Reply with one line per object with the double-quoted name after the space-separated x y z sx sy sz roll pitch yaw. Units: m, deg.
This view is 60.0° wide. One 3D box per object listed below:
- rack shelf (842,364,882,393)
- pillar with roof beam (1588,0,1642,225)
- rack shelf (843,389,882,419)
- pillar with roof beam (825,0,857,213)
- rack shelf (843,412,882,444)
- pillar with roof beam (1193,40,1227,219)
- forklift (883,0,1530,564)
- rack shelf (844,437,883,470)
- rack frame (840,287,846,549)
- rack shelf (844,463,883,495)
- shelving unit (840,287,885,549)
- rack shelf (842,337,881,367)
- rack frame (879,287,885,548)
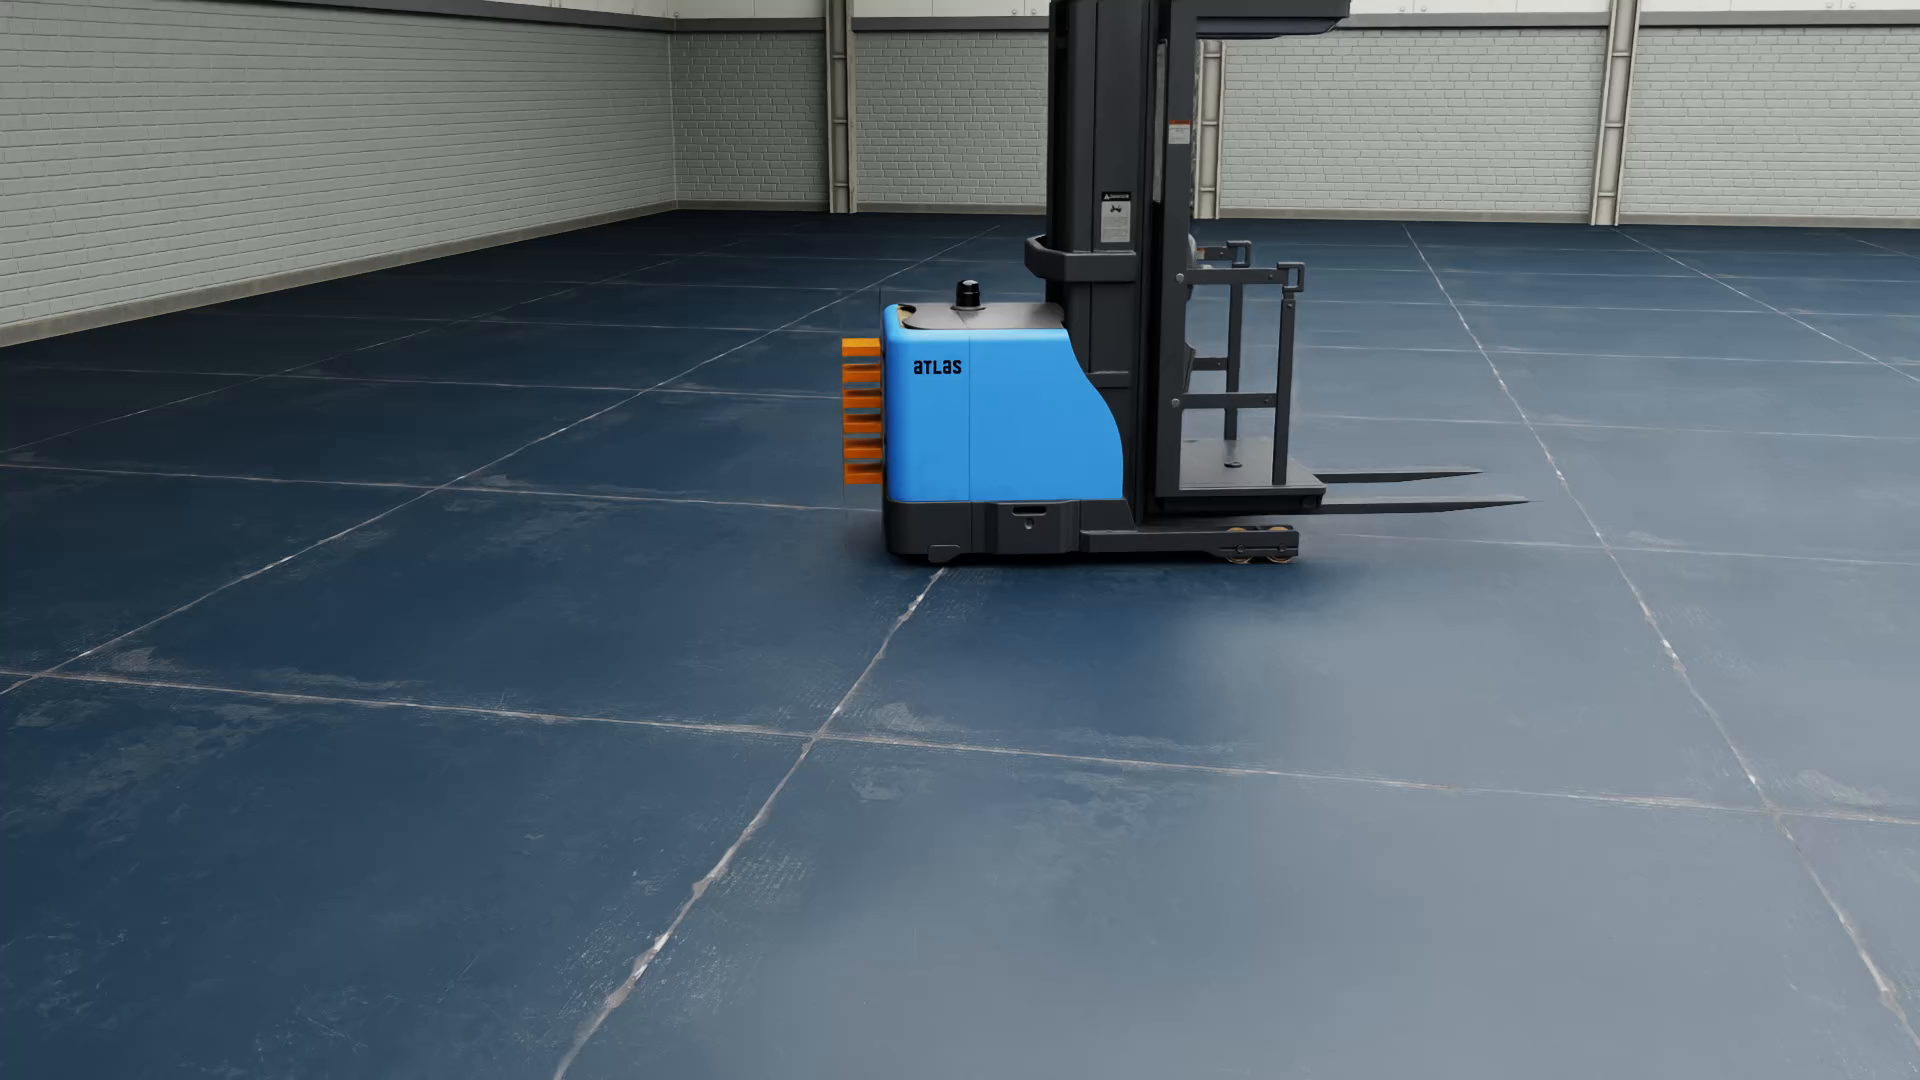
-0.458 -0.757 7.746 0.180 0.103 0.258 -1 16 -4 "rack shelf"
8.960 -8.032 20.131 0.400 9.000 9.100 3 16 11 "pillar with roof beam"
-0.458 -0.642 7.778 0.180 0.103 0.258 -1 16 -4 "rack shelf"
-2.799 -8.670 22.435 0.400 9.000 9.100 3 16 11 "pillar with roof beam"
-0.458 -0.526 7.810 0.180 0.103 0.258 -1 16 -4 "rack shelf"
3.081 -8.351 21.283 0.400 9.000 9.100 3 16 11 "pillar with roof beam"
1.150 -1.443 7.710 3.031 2.935 1.130 -1 16 -4 "forklift"
-0.458 -0.410 7.842 0.180 0.103 0.258 -1 16 -4 "rack shelf"
-0.549 -0.567 7.792 0.006 1.200 0.240 -1 16 -4 "rack frame"
-0.458 -0.295 7.874 0.180 0.103 0.258 -1 16 -4 "rack shelf"
-0.458 -0.569 7.798 0.189 1.200 0.258 -1 16 -4 "shelving unit"
-0.458 -0.873 7.714 0.180 0.103 0.258 -1 16 -4 "rack shelf"
-0.367 -0.570 7.804 0.006 1.200 0.240 -1 16 -4 "rack frame"
